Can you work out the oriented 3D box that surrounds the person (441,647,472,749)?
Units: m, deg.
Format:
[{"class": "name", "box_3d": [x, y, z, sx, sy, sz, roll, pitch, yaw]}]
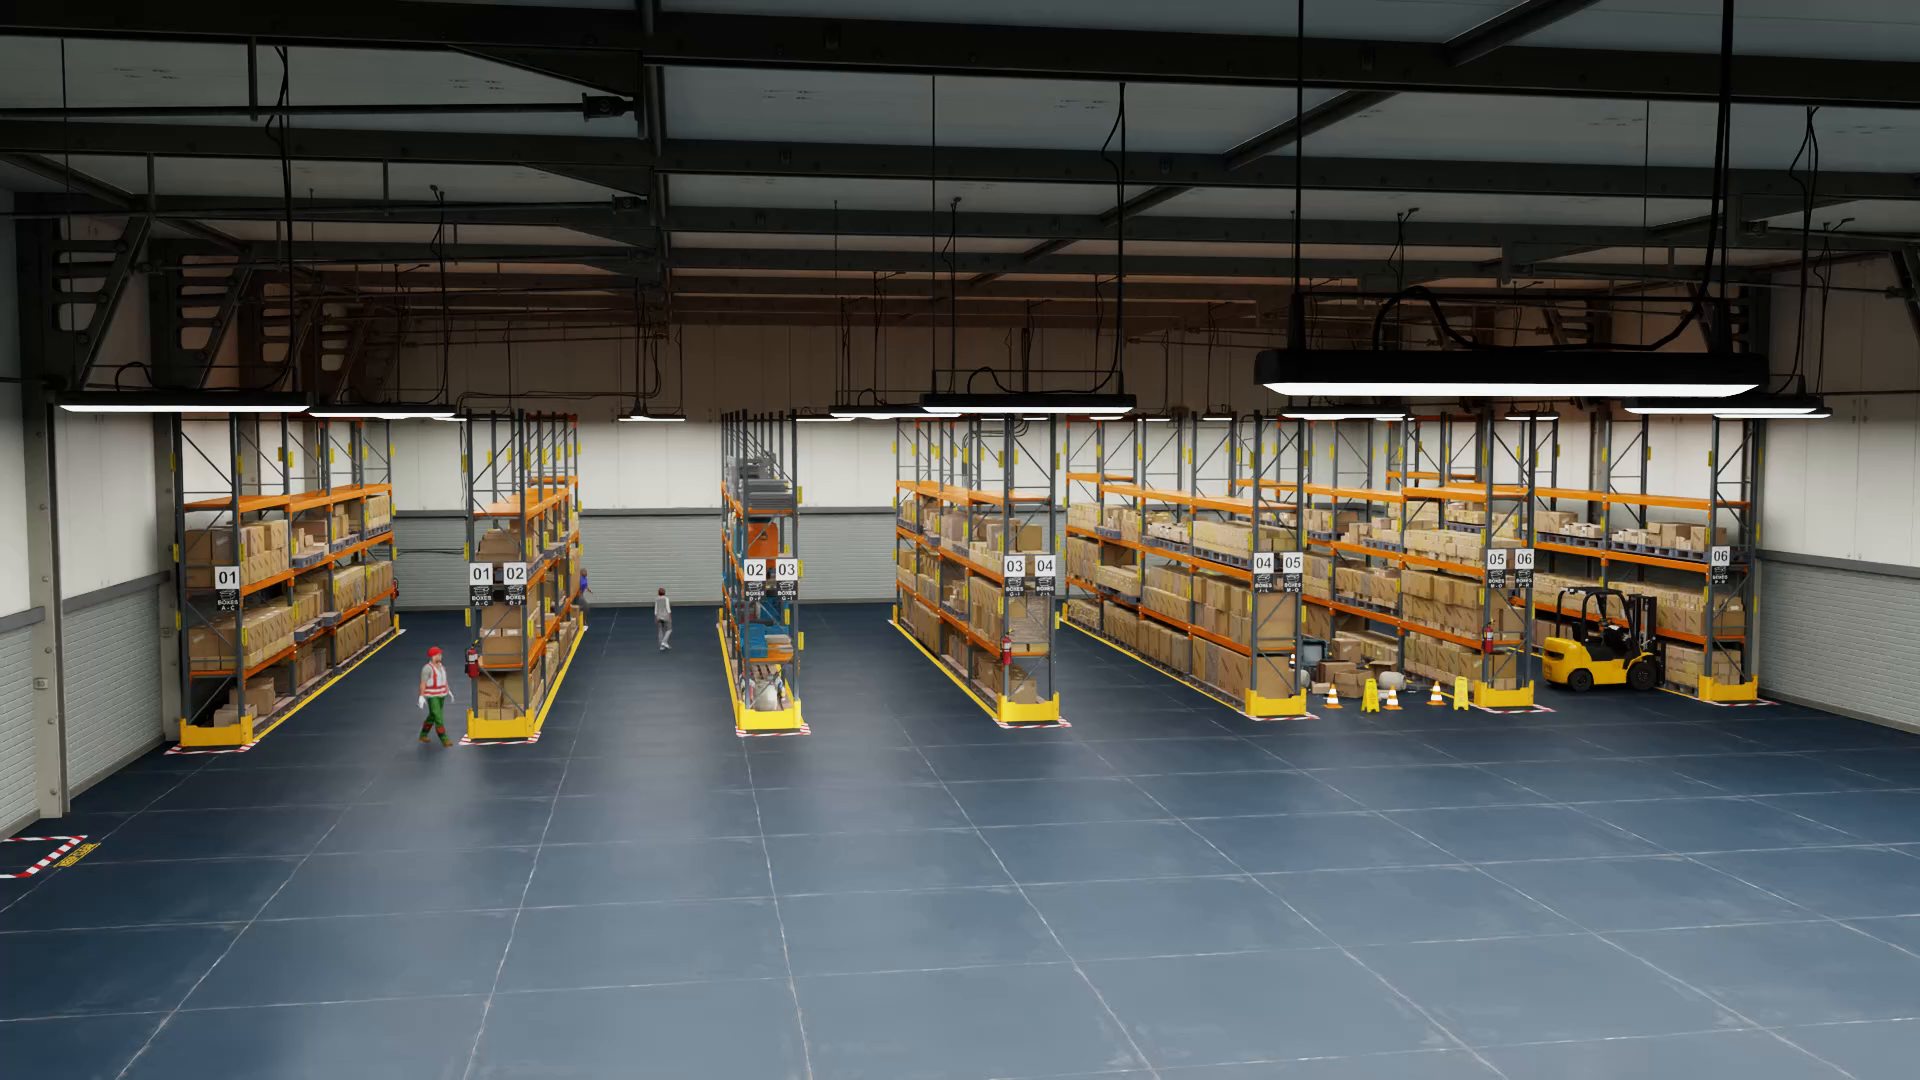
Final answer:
[{"class": "person", "box_3d": [-8.907, 2.771, 29.258, 0.491, 1.783, 0.500, 2, 4, 24]}]

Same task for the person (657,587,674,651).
[{"class": "person", "box_3d": [-7.485, 2.006, 42.134, 0.367, 1.636, 0.470, -3, 5, -33]}]

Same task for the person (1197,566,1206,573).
[{"class": "person", "box_3d": [6.836, 1.491, 48.013, 0.590, 1.762, 0.554, -1, 4, -10]}]

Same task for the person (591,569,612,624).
[{"class": "person", "box_3d": [-10.270, 1.619, 47.439, 0.642, 1.609, 0.589, 1, 4, 9]}]
